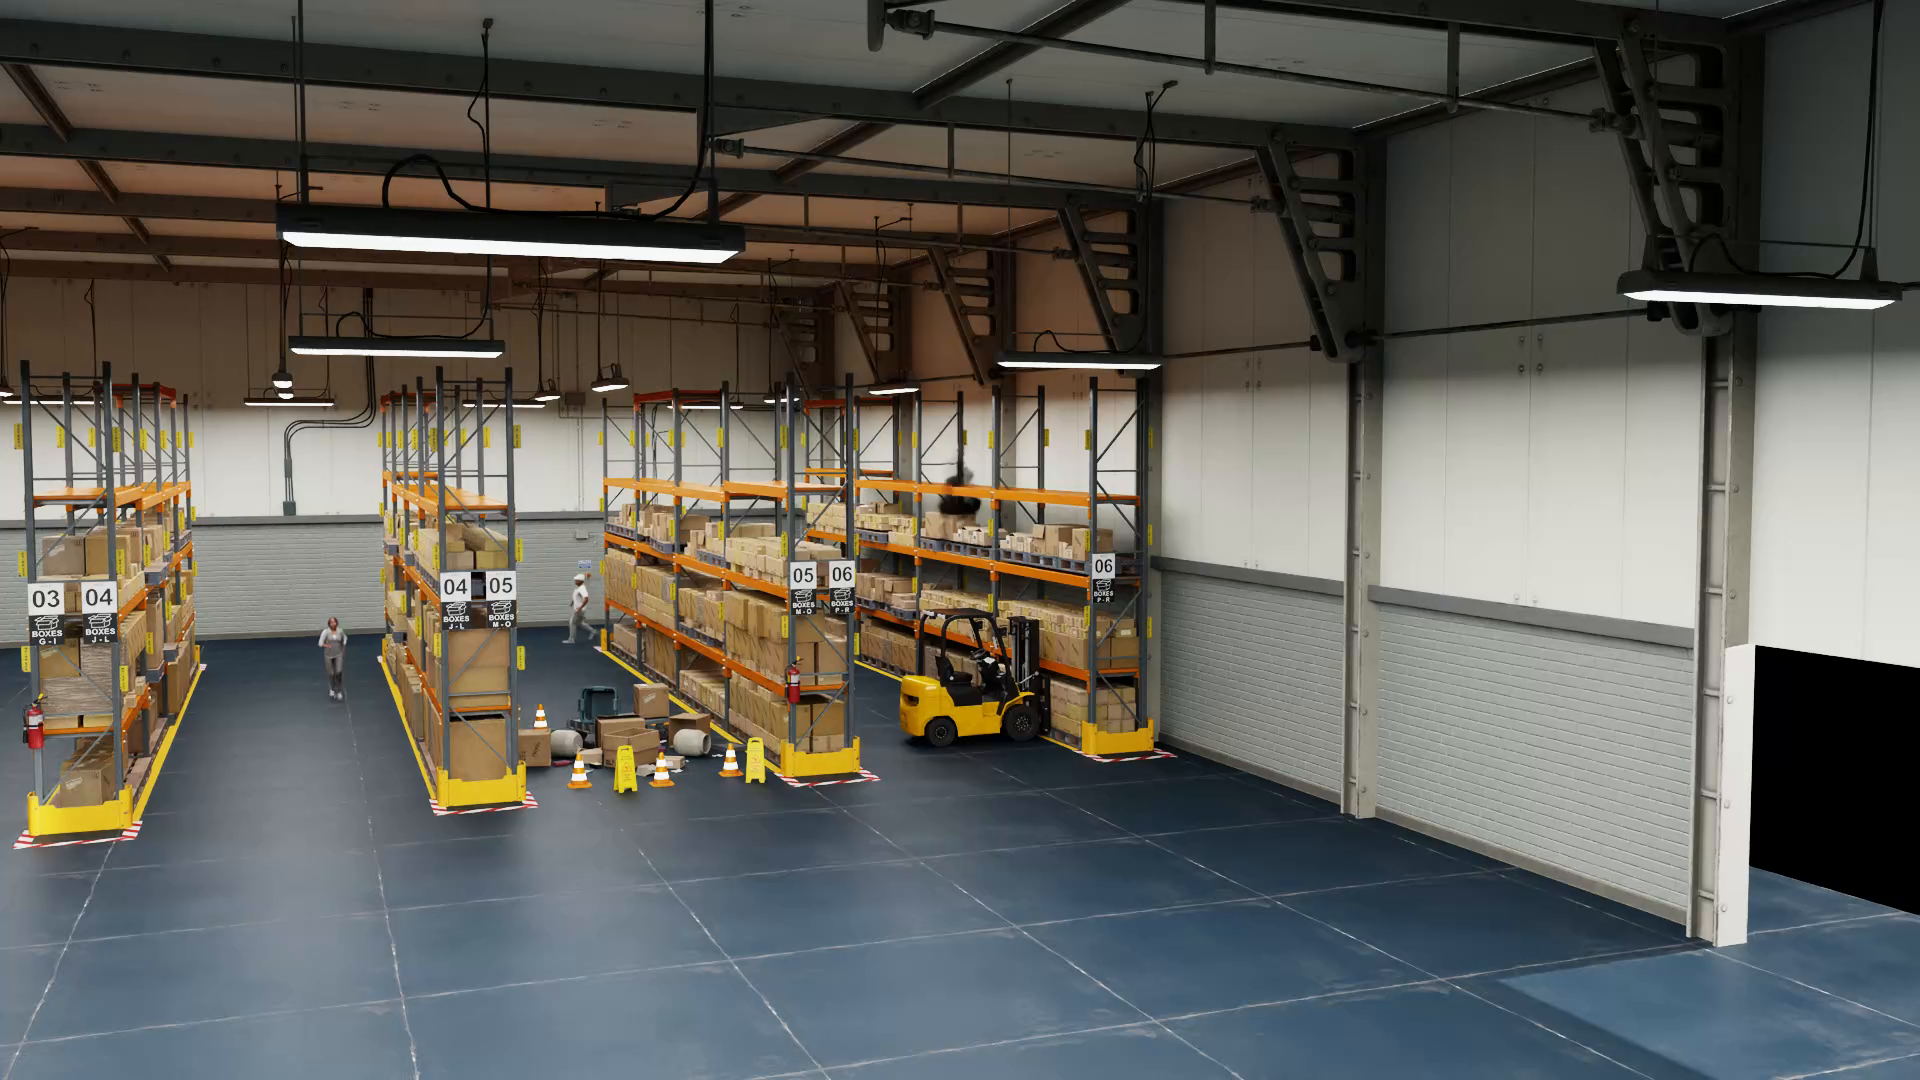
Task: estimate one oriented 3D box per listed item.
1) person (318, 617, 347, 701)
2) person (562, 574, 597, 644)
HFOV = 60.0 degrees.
[{"bbox_3d":[-12.074,2.289,32.029,0.526,1.642,0.707,-1,4,-23],"label":"person"},{"bbox_3d":[-9.281,1.690,40.631,0.854,1.733,0.760,-1,4,-17],"label":"person"}]
